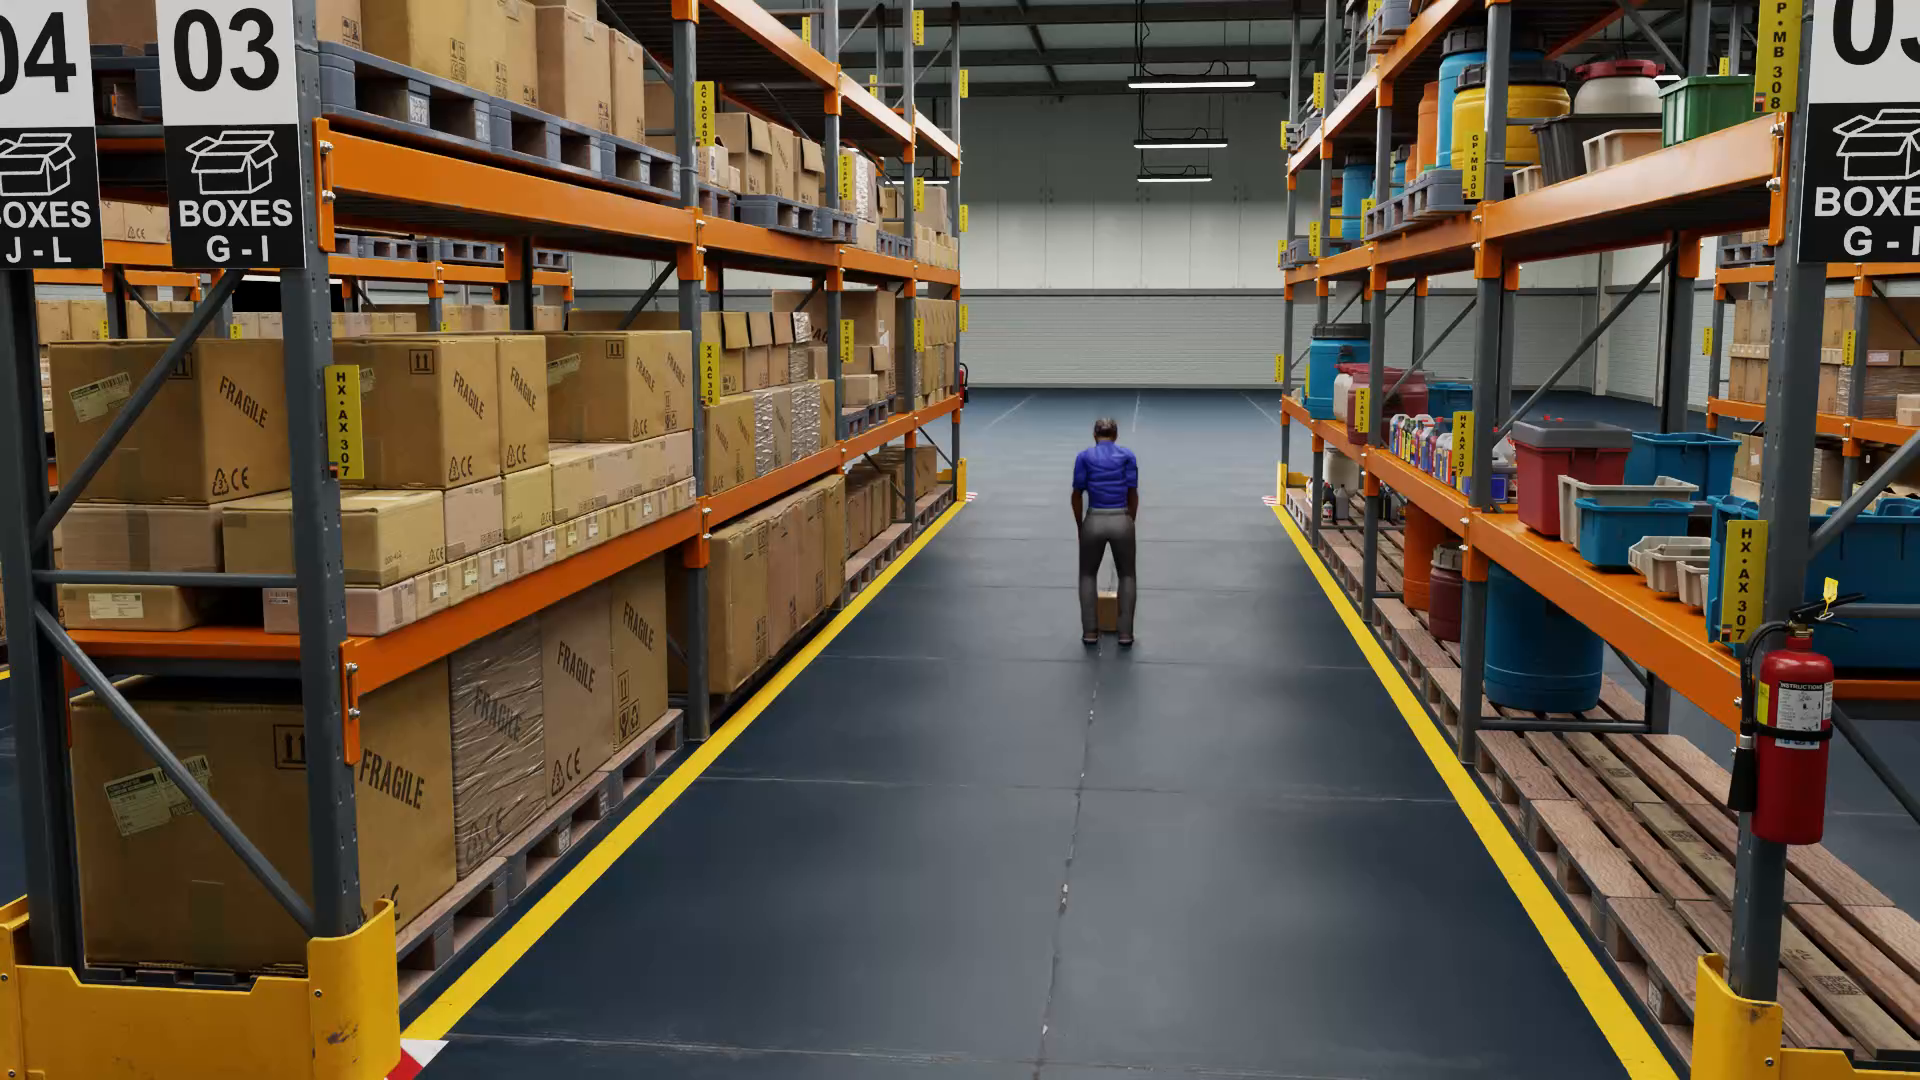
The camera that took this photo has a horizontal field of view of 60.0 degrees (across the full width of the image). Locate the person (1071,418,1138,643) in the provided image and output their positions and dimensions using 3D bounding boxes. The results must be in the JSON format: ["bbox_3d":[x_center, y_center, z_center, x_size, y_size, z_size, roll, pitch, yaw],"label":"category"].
[{"bbox_3d":[1.008,-0.060,11.628,0.469,1.575,0.431,1,8,8],"label":"person"}]
